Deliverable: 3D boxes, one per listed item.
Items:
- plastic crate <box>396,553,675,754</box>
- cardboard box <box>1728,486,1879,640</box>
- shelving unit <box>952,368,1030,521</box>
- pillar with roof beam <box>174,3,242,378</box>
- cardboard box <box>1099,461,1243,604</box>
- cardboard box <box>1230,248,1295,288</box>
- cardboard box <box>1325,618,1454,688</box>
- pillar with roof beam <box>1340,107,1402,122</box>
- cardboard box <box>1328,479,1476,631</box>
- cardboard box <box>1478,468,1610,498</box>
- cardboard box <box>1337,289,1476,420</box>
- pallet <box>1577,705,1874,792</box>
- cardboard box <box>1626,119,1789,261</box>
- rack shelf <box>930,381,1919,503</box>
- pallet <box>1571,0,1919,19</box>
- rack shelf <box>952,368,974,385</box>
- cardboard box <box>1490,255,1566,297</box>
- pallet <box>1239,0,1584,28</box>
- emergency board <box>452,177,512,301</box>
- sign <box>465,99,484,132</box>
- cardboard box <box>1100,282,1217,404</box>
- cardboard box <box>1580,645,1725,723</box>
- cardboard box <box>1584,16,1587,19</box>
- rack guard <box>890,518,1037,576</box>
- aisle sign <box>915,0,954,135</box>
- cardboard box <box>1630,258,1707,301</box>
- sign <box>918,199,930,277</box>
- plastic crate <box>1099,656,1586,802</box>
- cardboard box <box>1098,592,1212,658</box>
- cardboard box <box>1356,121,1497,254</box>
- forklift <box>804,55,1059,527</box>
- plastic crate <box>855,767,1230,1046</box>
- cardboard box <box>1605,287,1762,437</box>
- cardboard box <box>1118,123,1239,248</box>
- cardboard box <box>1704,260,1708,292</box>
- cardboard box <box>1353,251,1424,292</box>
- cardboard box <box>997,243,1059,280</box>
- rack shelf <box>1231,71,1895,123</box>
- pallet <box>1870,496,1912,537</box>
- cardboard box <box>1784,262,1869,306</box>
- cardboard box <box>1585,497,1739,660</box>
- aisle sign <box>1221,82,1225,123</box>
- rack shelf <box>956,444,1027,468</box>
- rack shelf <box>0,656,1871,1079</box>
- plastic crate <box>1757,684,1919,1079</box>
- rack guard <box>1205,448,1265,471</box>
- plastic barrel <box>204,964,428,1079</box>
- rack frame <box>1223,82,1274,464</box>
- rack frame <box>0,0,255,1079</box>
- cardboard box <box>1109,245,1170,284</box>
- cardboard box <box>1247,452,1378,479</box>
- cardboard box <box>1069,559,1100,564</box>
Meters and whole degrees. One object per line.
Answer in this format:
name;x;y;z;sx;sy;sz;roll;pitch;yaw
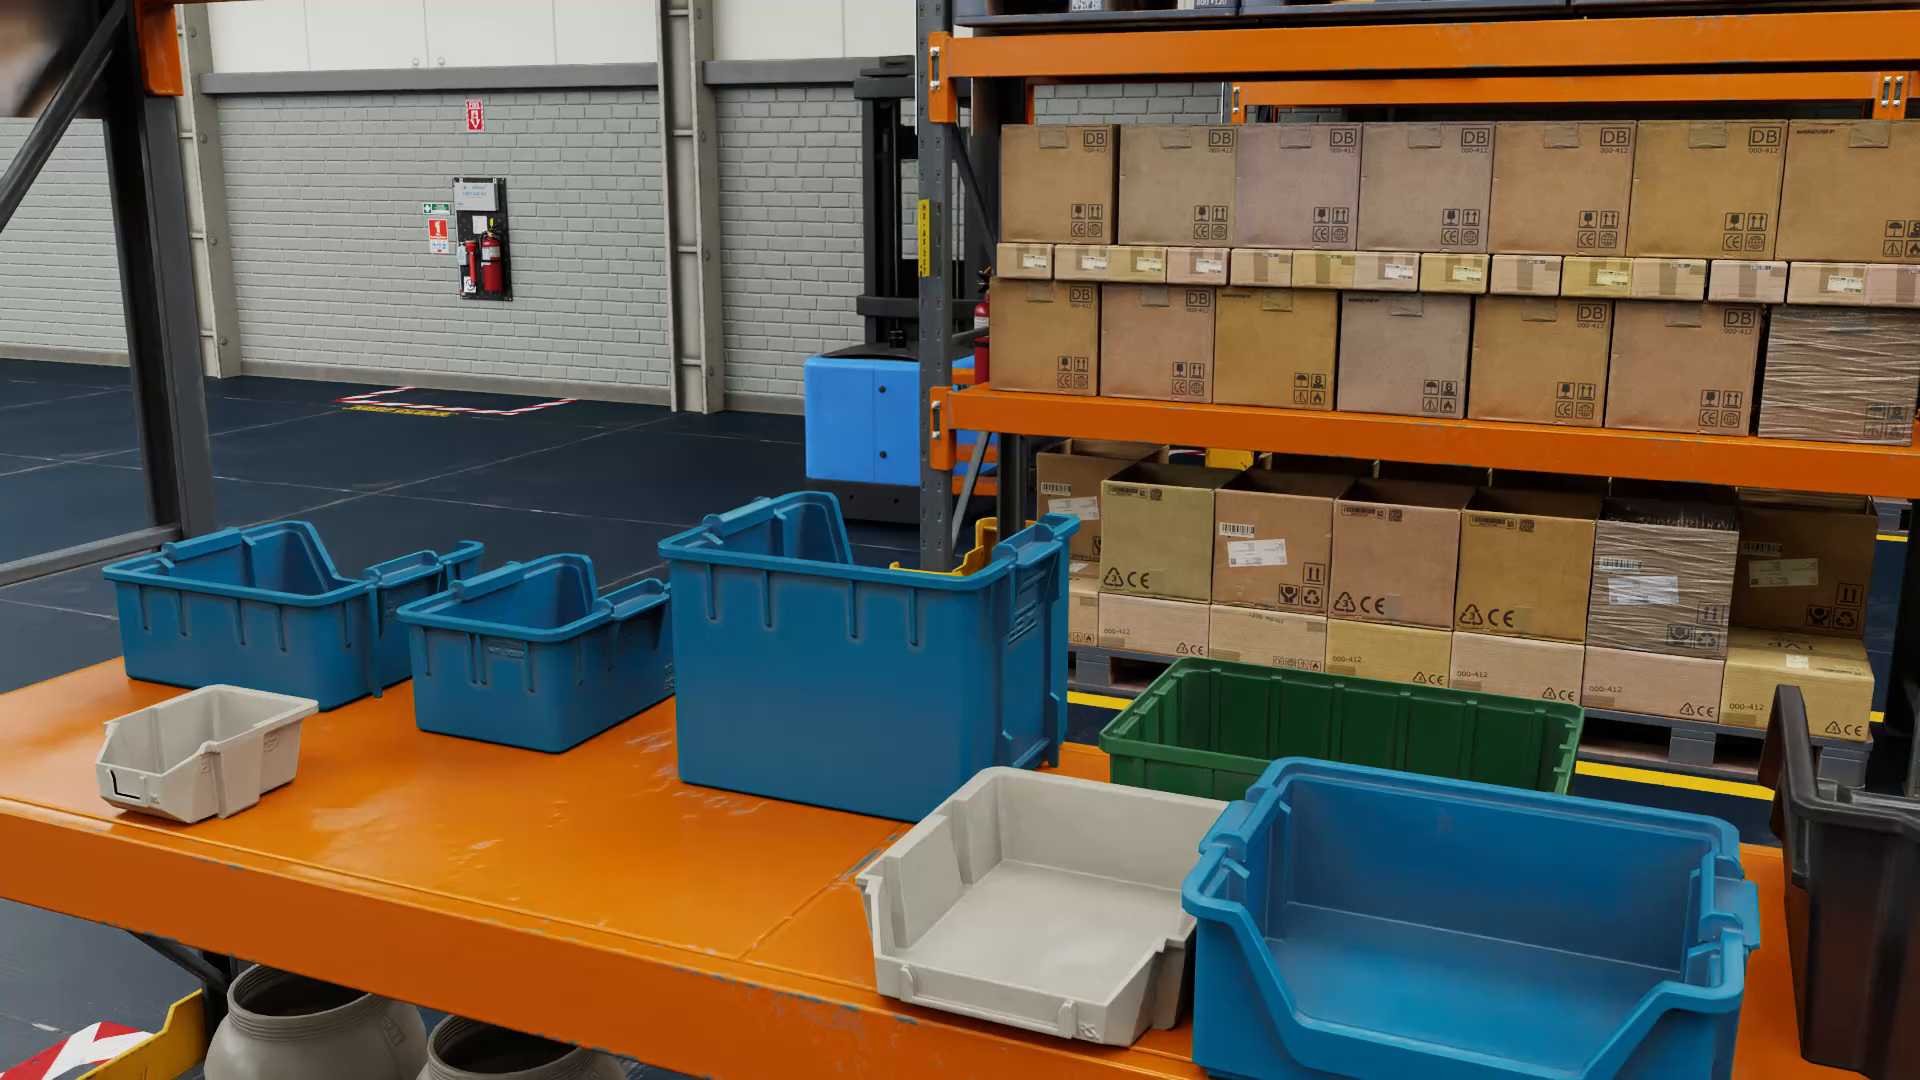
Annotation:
plastic crate;-0.764;0.198;3.171;0.408;0.251;0.499;6;14;23
cardboard box;3.436;0.077;6.819;0.500;0.500;0.500;6;14;23
shelving unit;0.150;-0.554;9.983;0.503;1.200;0.258;3;14;12
pillar with roof beam;-9.646;-5.237;12.874;0.400;9.000;9.100;6;14;23
cardboard box;0.934;-0.043;7.330;0.500;0.500;0.500;6;14;23
cardboard box;1.292;-1.142;6.917;0.250;0.149;0.380;5;14;21
cardboard box;1.847;0.415;7.018;0.500;0.250;0.500;6;14;23
pillar with roof beam;1.325;-4.126;8.142;0.400;9.000;9.100;6;14;23
cardboard box;1.846;0.051;6.931;0.500;0.500;0.500;6;14;23
cardboard box;2.521;-0.016;7.213;0.500;0.500;0.500;6;14;23
cardboard box;1.914;-0.814;6.939;0.500;0.500;0.700;6;15;25
pallet;3.023;0.691;6.846;1.213;0.211;1.003;6;14;23
cardboard box;2.862;-1.350;6.385;0.500;0.500;0.700;6;14;23
rack shelf;1.904;-0.419;7.048;4.000;0.370;1.077;6;14;23
pallet;2.942;-2.075;6.158;1.213;0.211;1.003;6;14;23
rack shelf;0.151;-0.936;9.892;0.480;0.148;0.258;3;14;12
cardboard box;2.237;-1.047;6.510;0.250;0.149;0.380;6;15;25
pallet;1.831;-2.188;6.640;1.213;0.211;1.003;6;14;23
emergency board;-4.661;-2.897;16.033;0.643;1.169;0.194;6;14;23
sign;-4.628;-4.047;15.860;0.199;0.298;0.001;6;14;23
cardboard box;0.979;-0.909;7.344;0.500;0.500;0.700;6;15;25
cardboard box;2.767;0.505;6.637;0.500;0.250;0.500;6;14;23
cardboard box;4.195;-3.225;10.606;0.500;0.500;0.500;5;14;21
rack guard;0.054;0.261;8.049;0.348;0.500;1.175;6;14;23
aisle sign;-0.109;-2.162;7.210;0.004;0.787;0.394;6;14;23
cardboard box;2.691;-1.000;6.311;0.250;0.149;0.380;6;14;23
sign;-0.155;-1.299;7.155;0.005;0.325;0.100;6;14;23
plastic crate;0.596;0.369;2.580;0.662;0.188;0.450;6;14;23
cardboard box;0.934;0.322;7.417;0.500;0.250;0.500;6;14;23
cardboard box;1.948;-1.443;6.780;0.500;0.500;0.700;6;14;23
forklift;0.002;-1.799;11.507;1.130;2.935;3.031;5;14;20
plastic crate;0.136;0.481;2.214;0.437;0.136;0.530;6;14;23
cardboard box;2.840;-0.720;6.537;0.500;0.500;0.700;6;14;23
cardboard box;1.029;-1.536;7.176;0.500;0.500;0.700;5;14;22
cardboard box;2.859;-1.084;6.671;0.250;0.149;0.380;6;14;23
cardboard box;1.752;-1.095;6.715;0.250;0.149;0.380;6;14;24
cardboard box;0.347;-1.237;7.322;0.250;0.149;0.380;6;14;23
rack shelf;3.907;-2.914;11.116;4.000;0.370;1.077;6;14;23
pallet;6.448;-0.190;10.601;1.213;0.211;1.003;6;14;23
cardboard box;3.172;-0.952;6.107;0.250;0.149;0.380;5;14;22
cardboard box;2.768;0.139;6.553;0.500;0.500;0.500;6;14;23
aisle sign;1.891;-3.199;11.629;0.004;0.787;0.394;6;14;23
rack shelf;0.150;-0.488;9.999;0.480;0.148;0.258;3;14;12
rack shelf;-0.106;0.616;2.640;4.000;0.370;1.077;6;14;23
plastic crate;1.296;0.406;2.096;0.504;0.338;0.767;6;14;23
rack guard;2.148;-0.765;12.421;0.348;0.500;1.175;6;14;23
plastic barrel;-1.302;1.132;3.391;0.421;0.512;0.421;0;13;0
rack frame;2.079;-1.989;12.165;0.127;3.000;1.000;6;14;23
rack frame;-1.936;0.081;3.344;0.053;2.616;0.949;6;14;23
cardboard box;0.817;-1.190;7.121;0.250;0.149;0.380;6;14;23
cardboard box;1.607;-0.108;7.607;0.500;0.500;0.500;6;14;23
cardboard box;0.686;0.168;8.072;0.500;0.250;0.500;6;14;23
